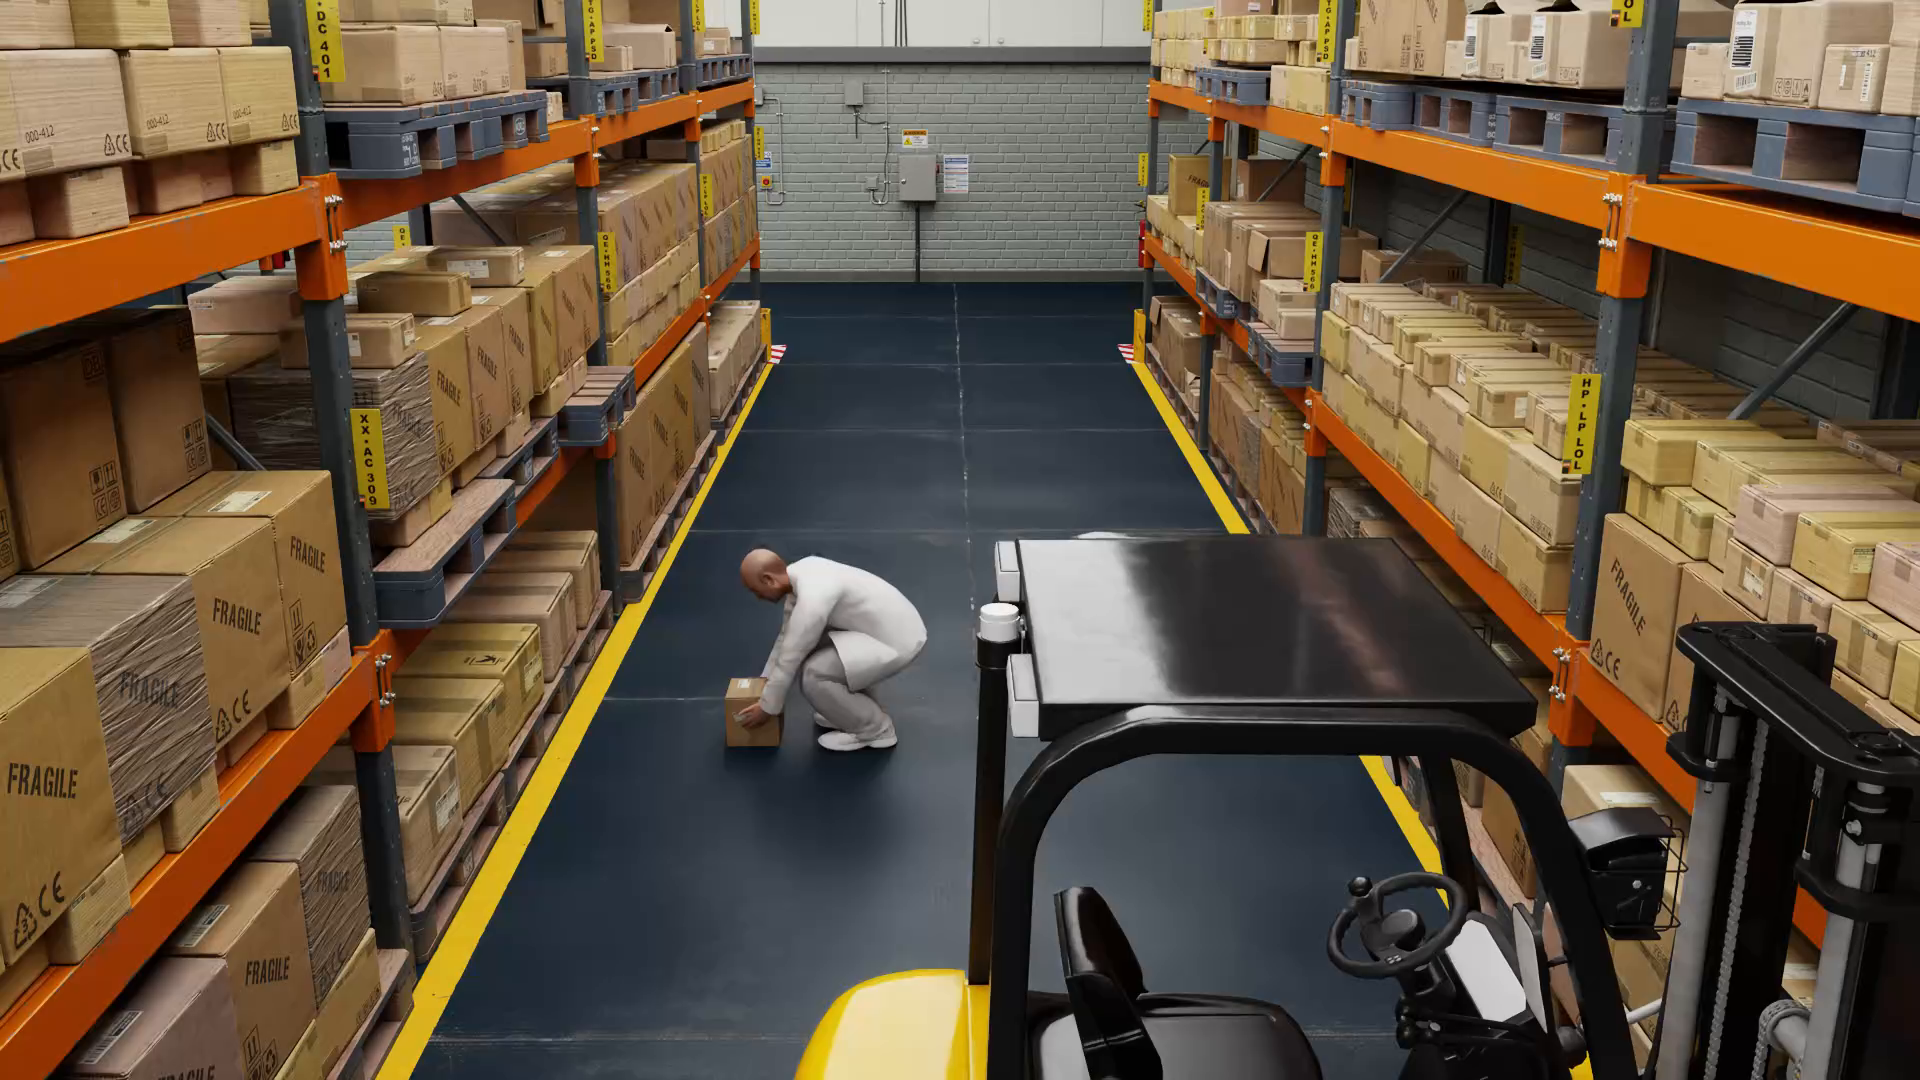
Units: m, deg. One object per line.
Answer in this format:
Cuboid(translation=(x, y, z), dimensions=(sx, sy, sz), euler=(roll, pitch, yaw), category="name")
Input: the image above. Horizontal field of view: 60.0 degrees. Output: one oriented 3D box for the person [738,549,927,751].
Cuboid(translation=(-0.608, 0.490, 7.859), dimensions=(0.903, 0.964, 0.606), euler=(0, 17, -1), category="person")
